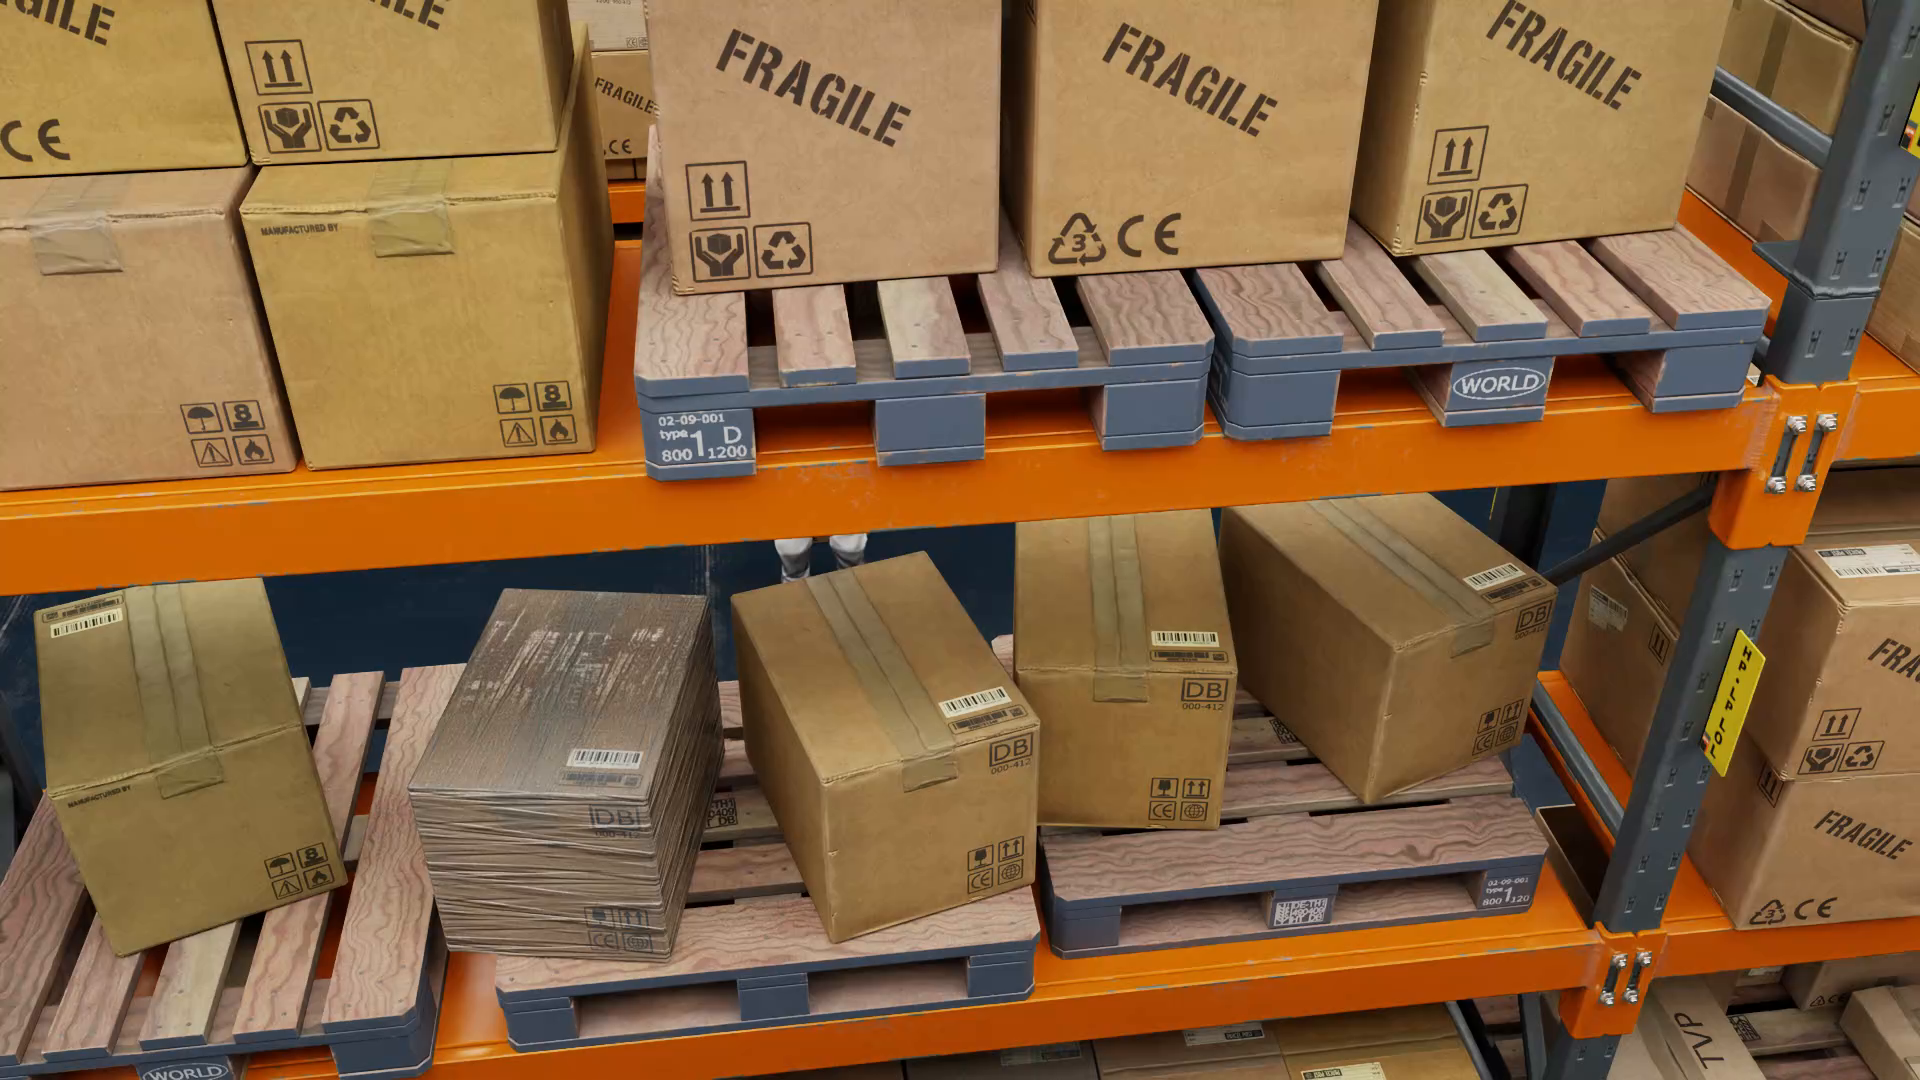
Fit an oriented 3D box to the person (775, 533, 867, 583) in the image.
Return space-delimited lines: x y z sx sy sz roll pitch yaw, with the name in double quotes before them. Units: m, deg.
"person" -0.627 -0.514 6.880 0.527 1.782 0.345 -4 35 -5
